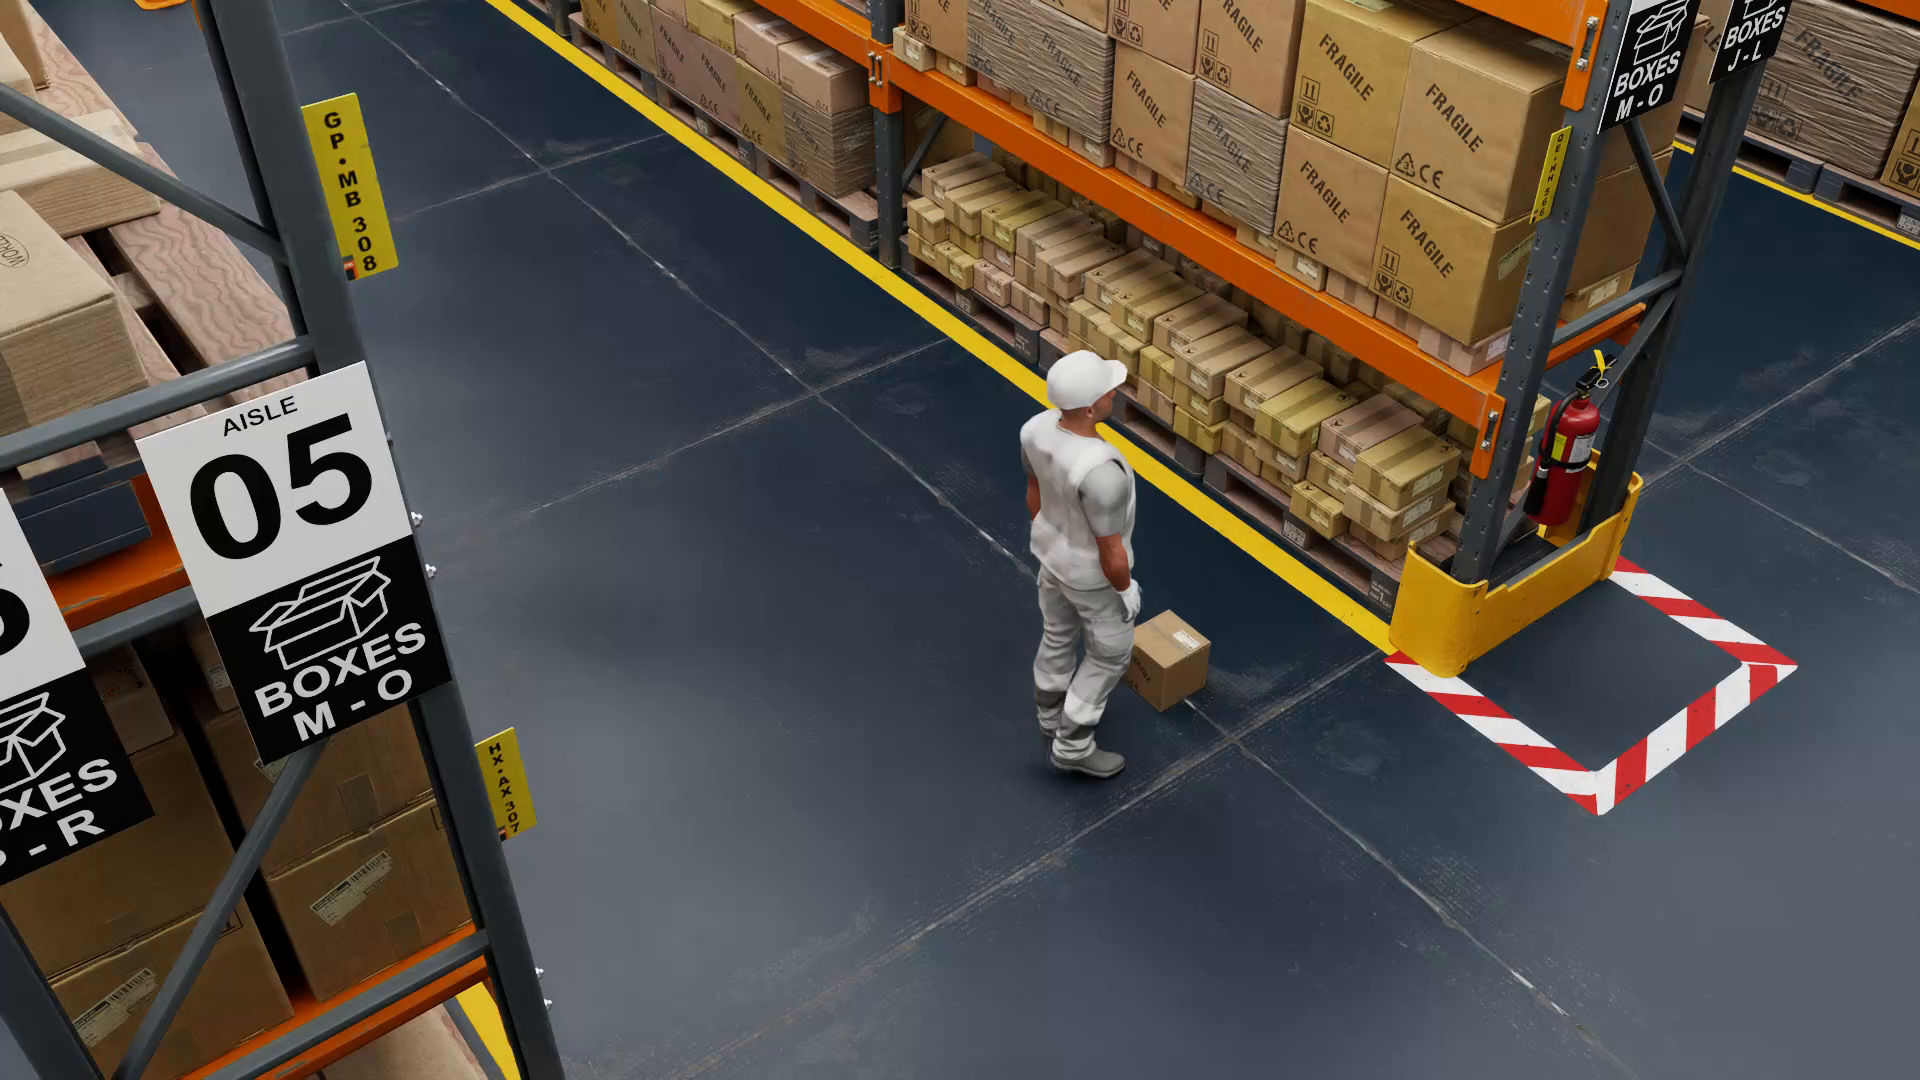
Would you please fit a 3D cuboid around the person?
[{"bbox_3d":[0.433,0.076,6.029,0.381,1.804,0.576,-22,45,-24],"label":"person"}]
